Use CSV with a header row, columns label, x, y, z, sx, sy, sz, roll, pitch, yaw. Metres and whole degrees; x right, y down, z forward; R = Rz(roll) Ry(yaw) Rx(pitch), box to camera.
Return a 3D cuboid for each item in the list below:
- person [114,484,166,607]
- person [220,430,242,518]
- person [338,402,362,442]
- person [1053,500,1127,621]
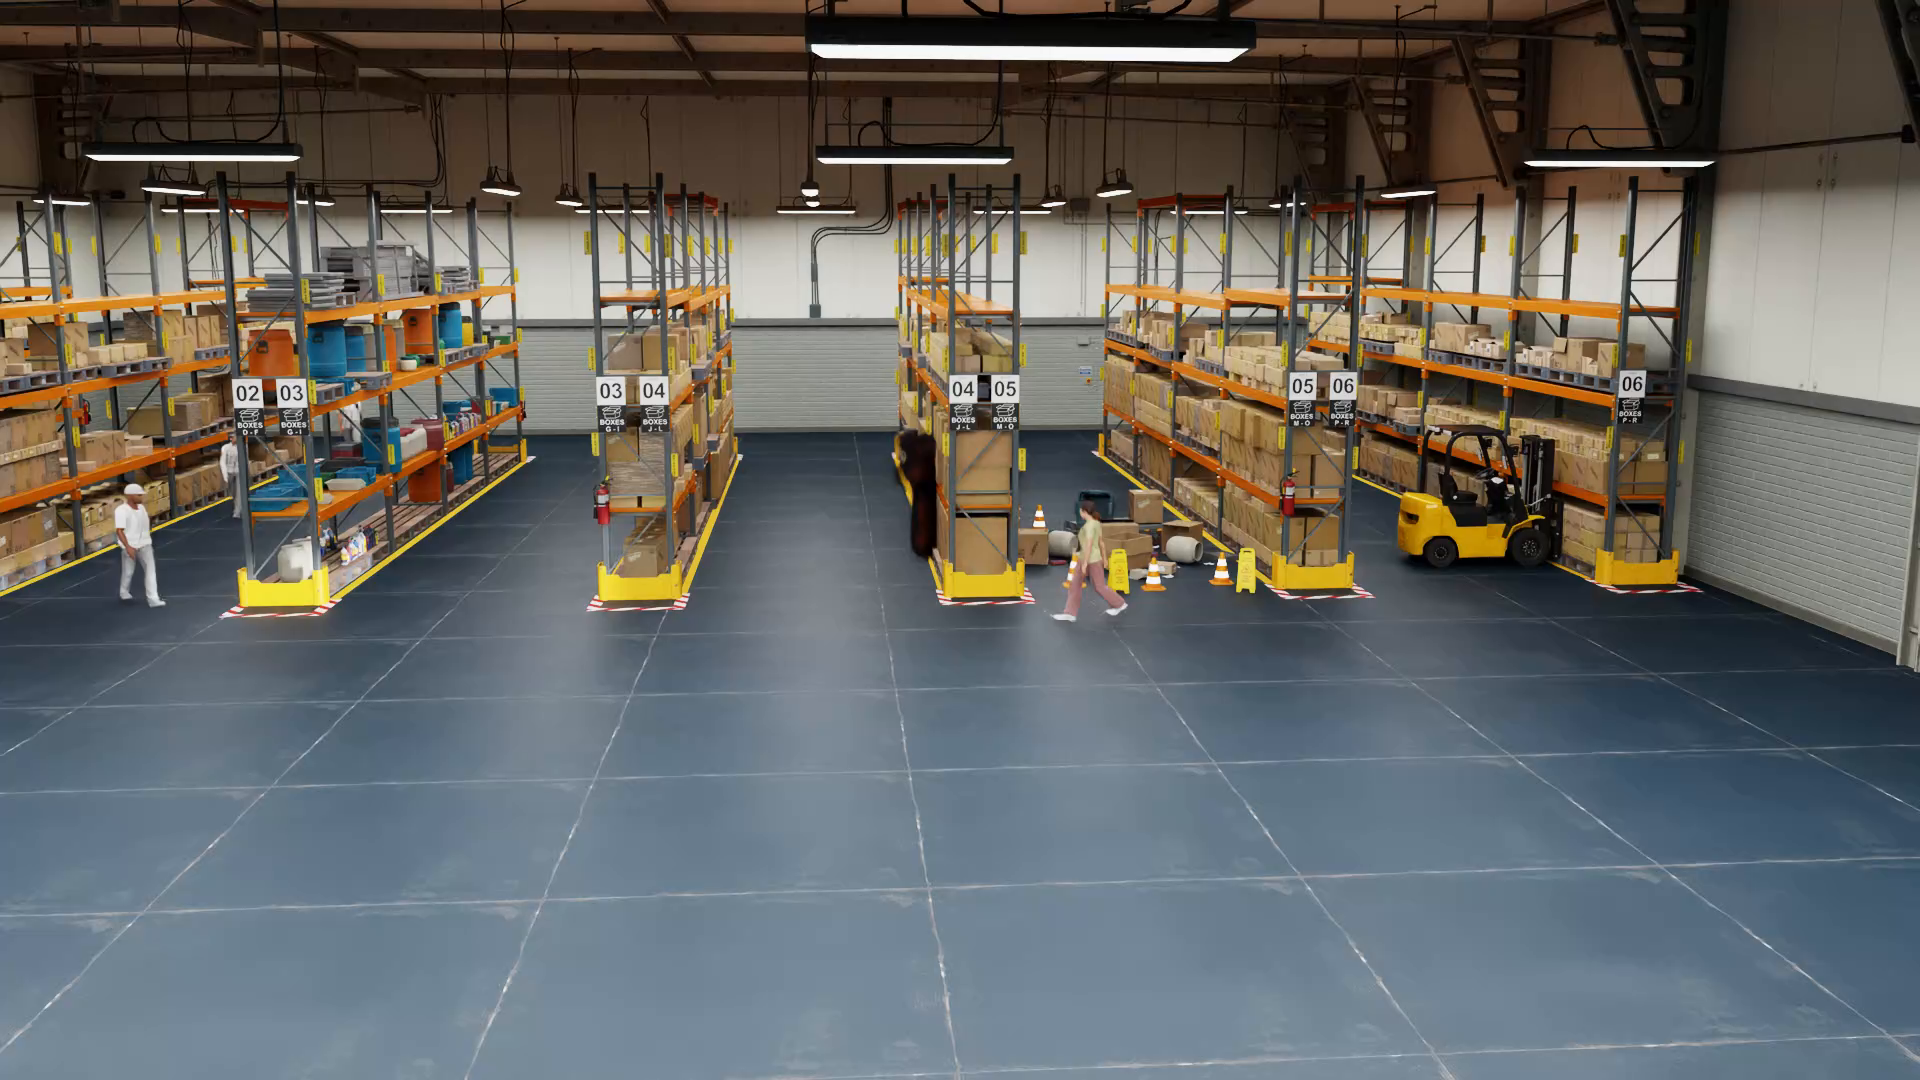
label,x,y,z,sx,sy,sz,roll,pitch,yaw
person,-11.586,0.078,23.329,0.501,1.732,1.020,-9,14,-42
person,-13.547,-1.247,31.047,0.433,1.623,0.989,-1,10,-7
person,-14.248,-2.667,38.861,0.525,1.717,1.003,-3,10,-16
person,1.780,0.279,22.393,0.984,1.644,0.415,-5,11,-25
